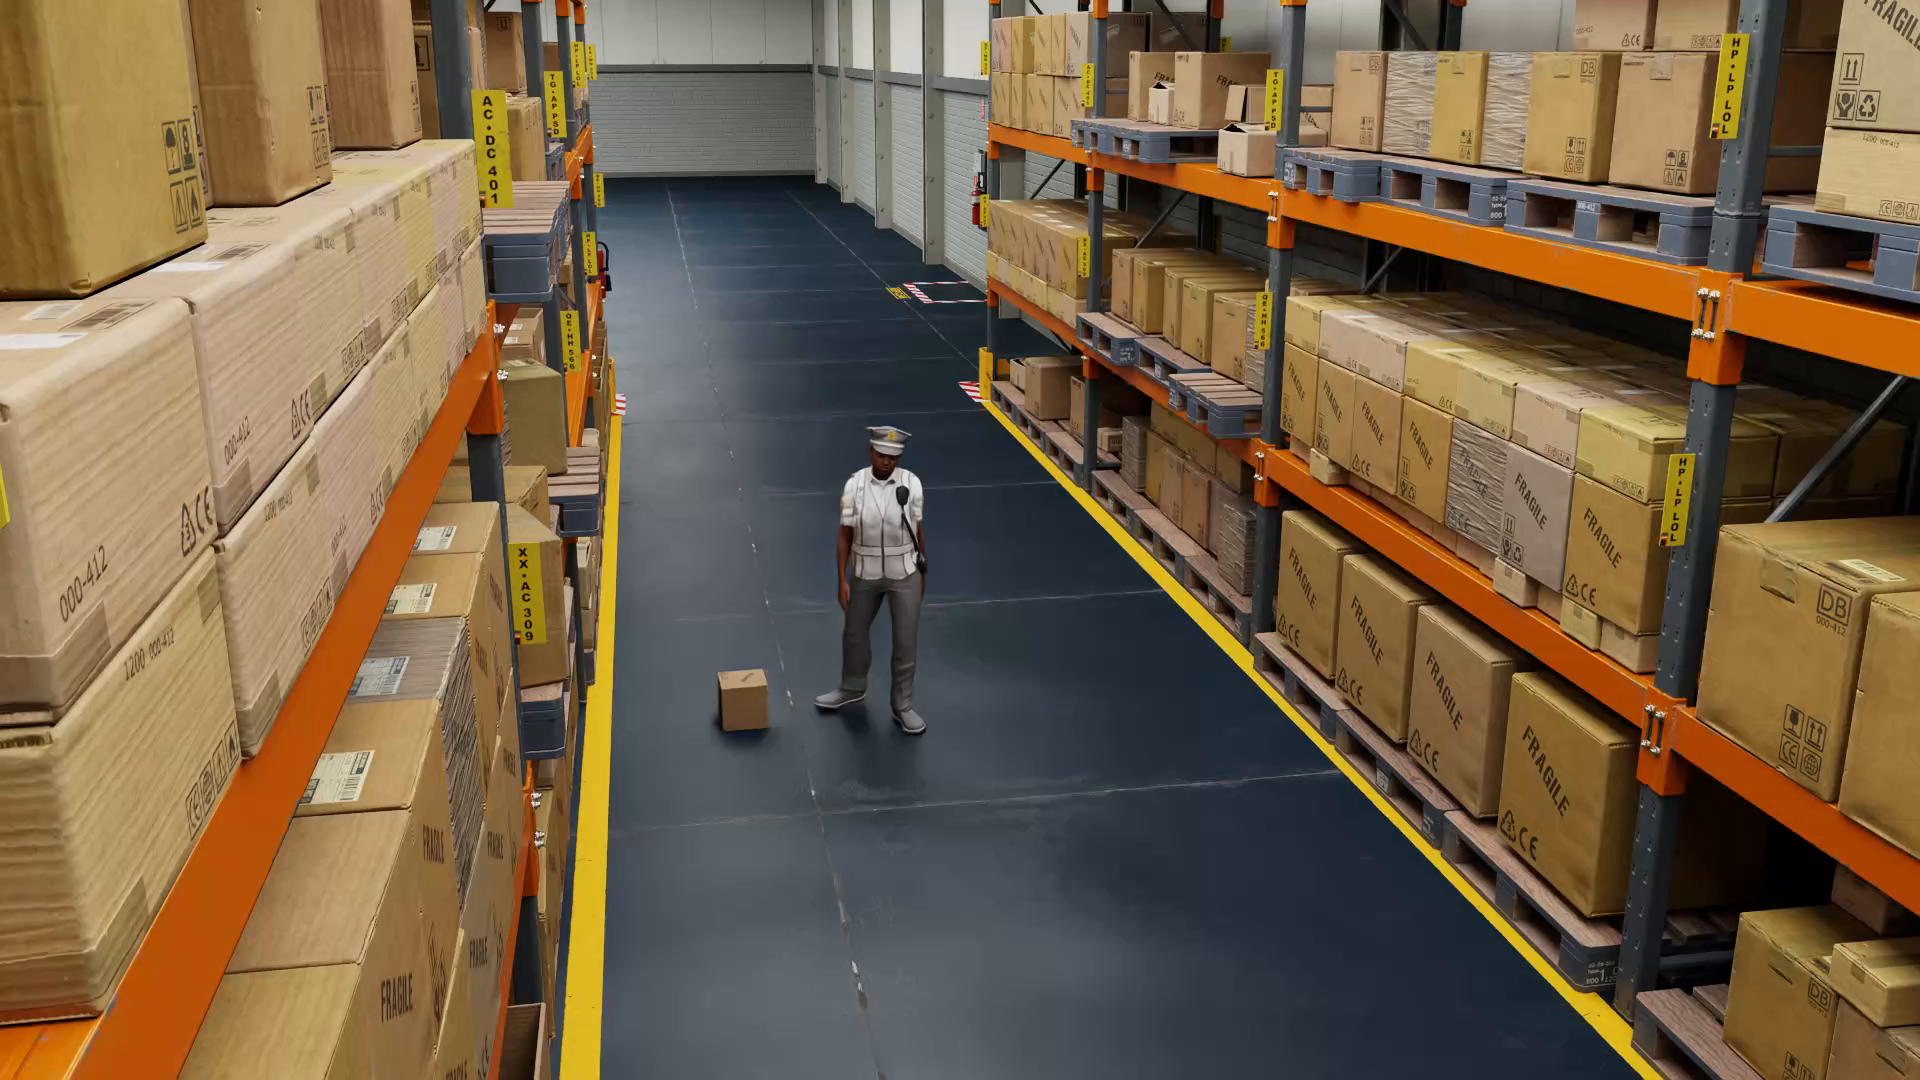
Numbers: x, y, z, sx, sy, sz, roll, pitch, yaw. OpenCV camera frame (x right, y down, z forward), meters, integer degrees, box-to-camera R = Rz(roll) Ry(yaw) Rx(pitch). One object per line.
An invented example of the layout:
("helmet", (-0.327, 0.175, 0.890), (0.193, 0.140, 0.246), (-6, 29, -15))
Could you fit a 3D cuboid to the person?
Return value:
("person", (-0.493, 0.186, 8.886), (0.653, 1.675, 0.469), (1, 17, 4))
